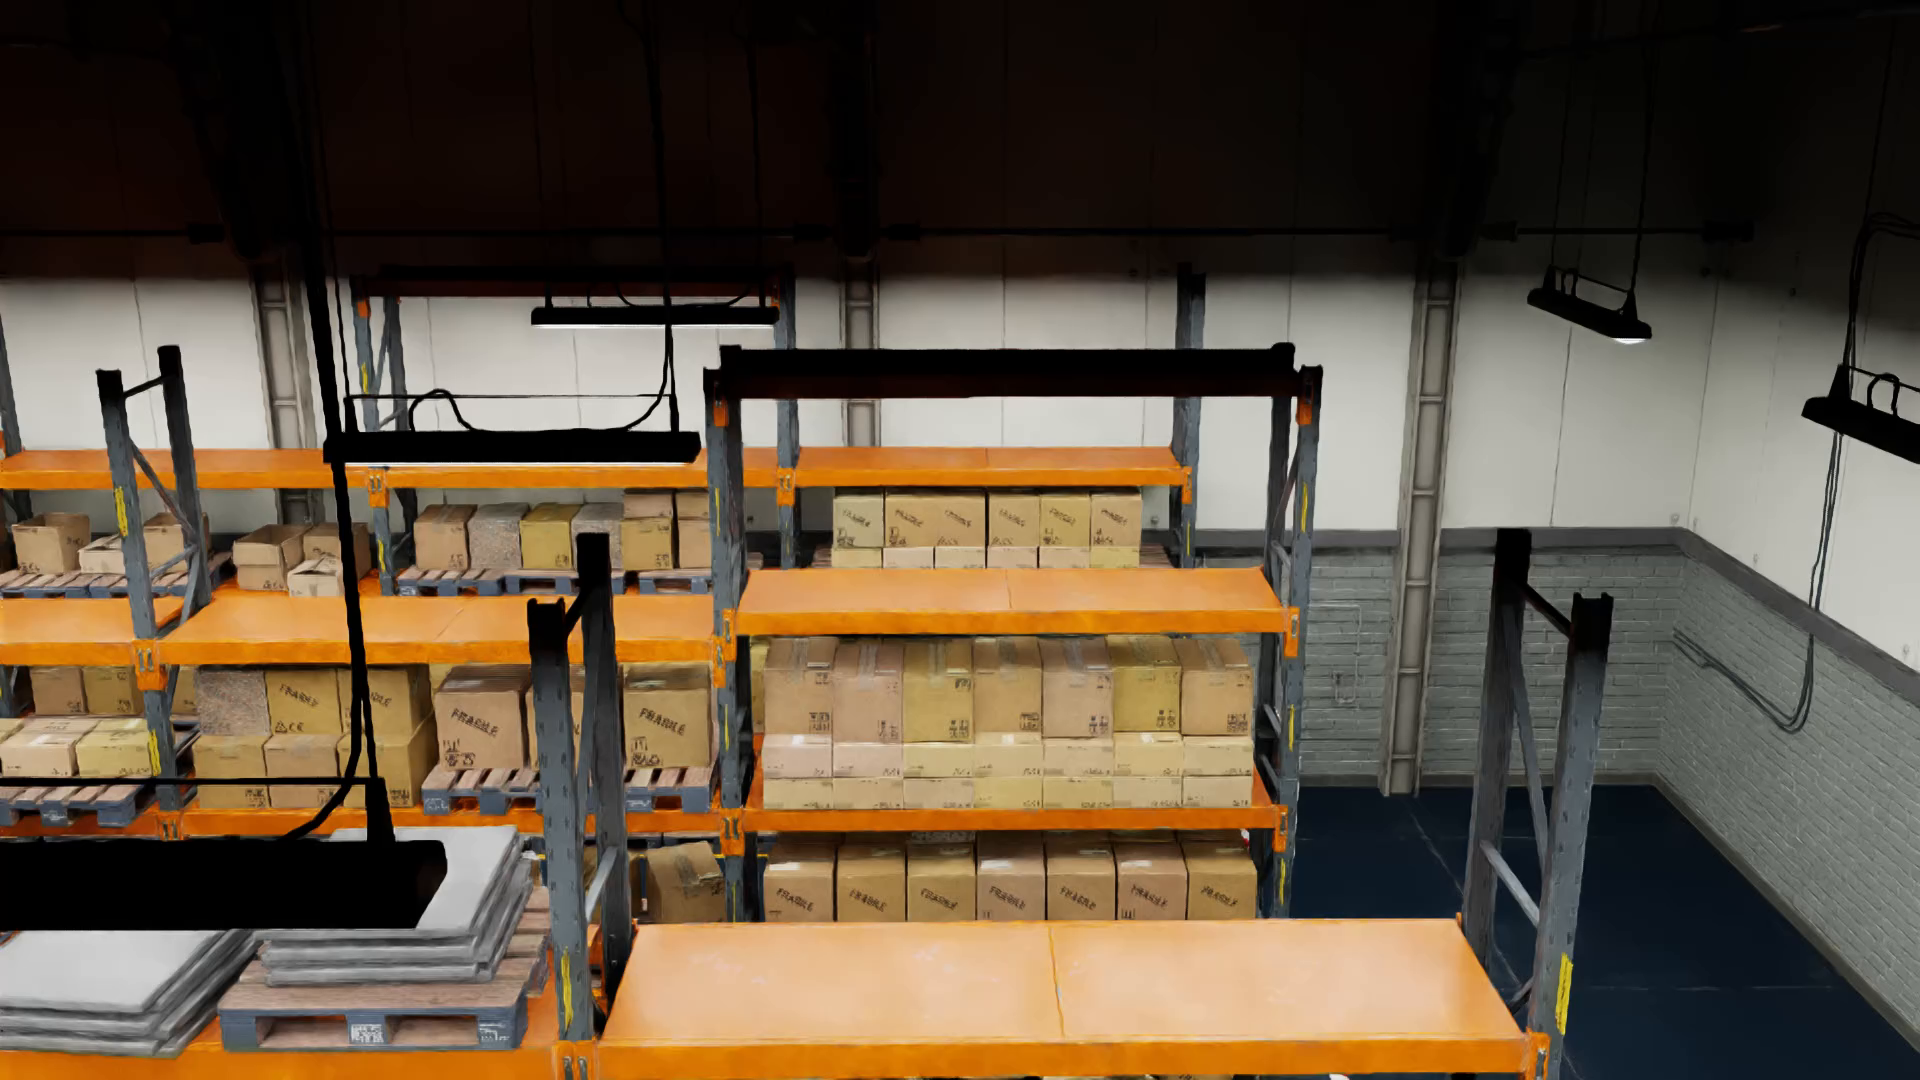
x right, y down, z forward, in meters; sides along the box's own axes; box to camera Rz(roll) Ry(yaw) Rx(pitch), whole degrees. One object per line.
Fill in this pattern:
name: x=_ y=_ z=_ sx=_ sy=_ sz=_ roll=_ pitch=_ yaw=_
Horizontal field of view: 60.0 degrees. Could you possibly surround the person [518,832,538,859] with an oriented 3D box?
person: x=-3.773 y=3.240 z=14.527 sx=1.086 sy=1.589 sz=0.495 roll=0 pitch=16 yaw=1
